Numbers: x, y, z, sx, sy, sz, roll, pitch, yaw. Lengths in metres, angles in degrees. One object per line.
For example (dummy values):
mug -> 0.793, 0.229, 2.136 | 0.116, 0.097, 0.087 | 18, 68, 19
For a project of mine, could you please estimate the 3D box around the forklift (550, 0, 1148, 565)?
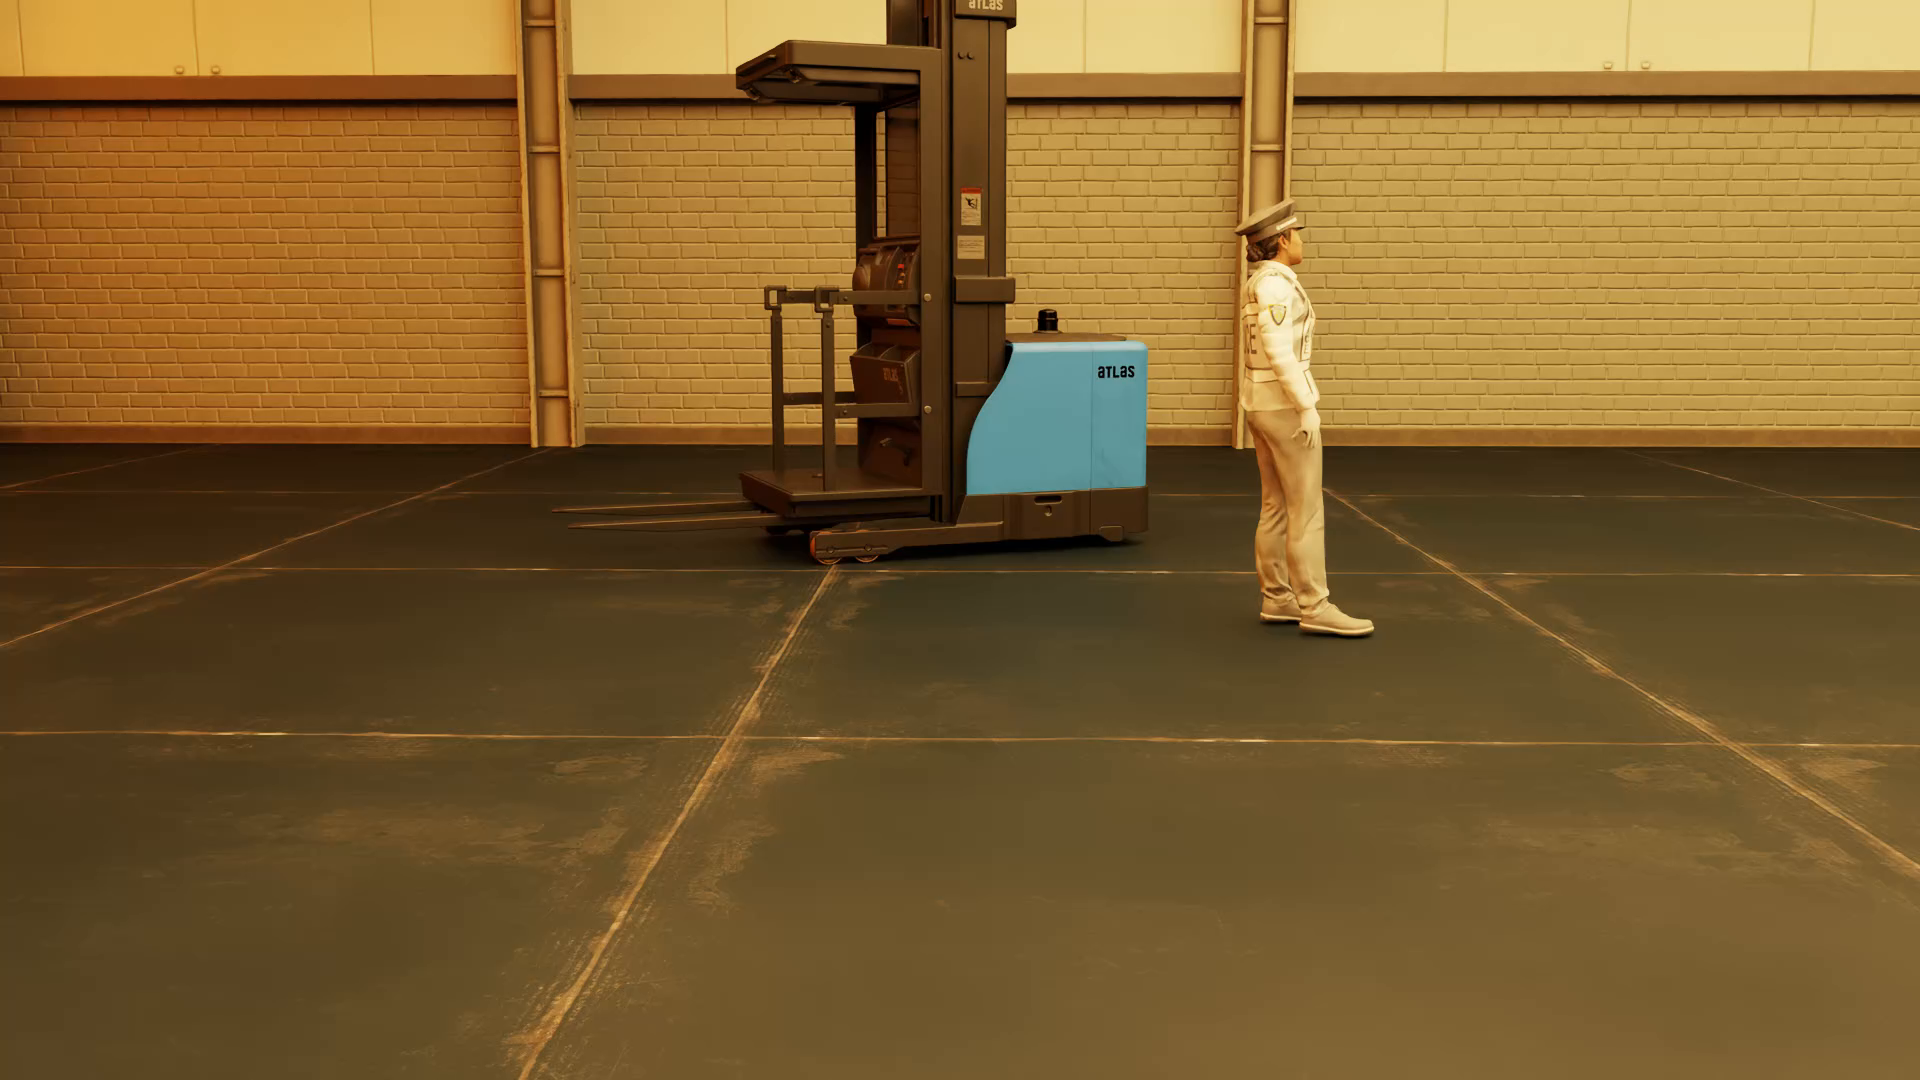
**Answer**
forklift -> -0.569, -1.416, 8.568 | 3.031, 2.935, 1.130 | -3, 9, -20

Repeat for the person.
person -> 1.355, -0.504, 6.637 | 0.531, 1.694, 0.588 | 0, 9, -1
